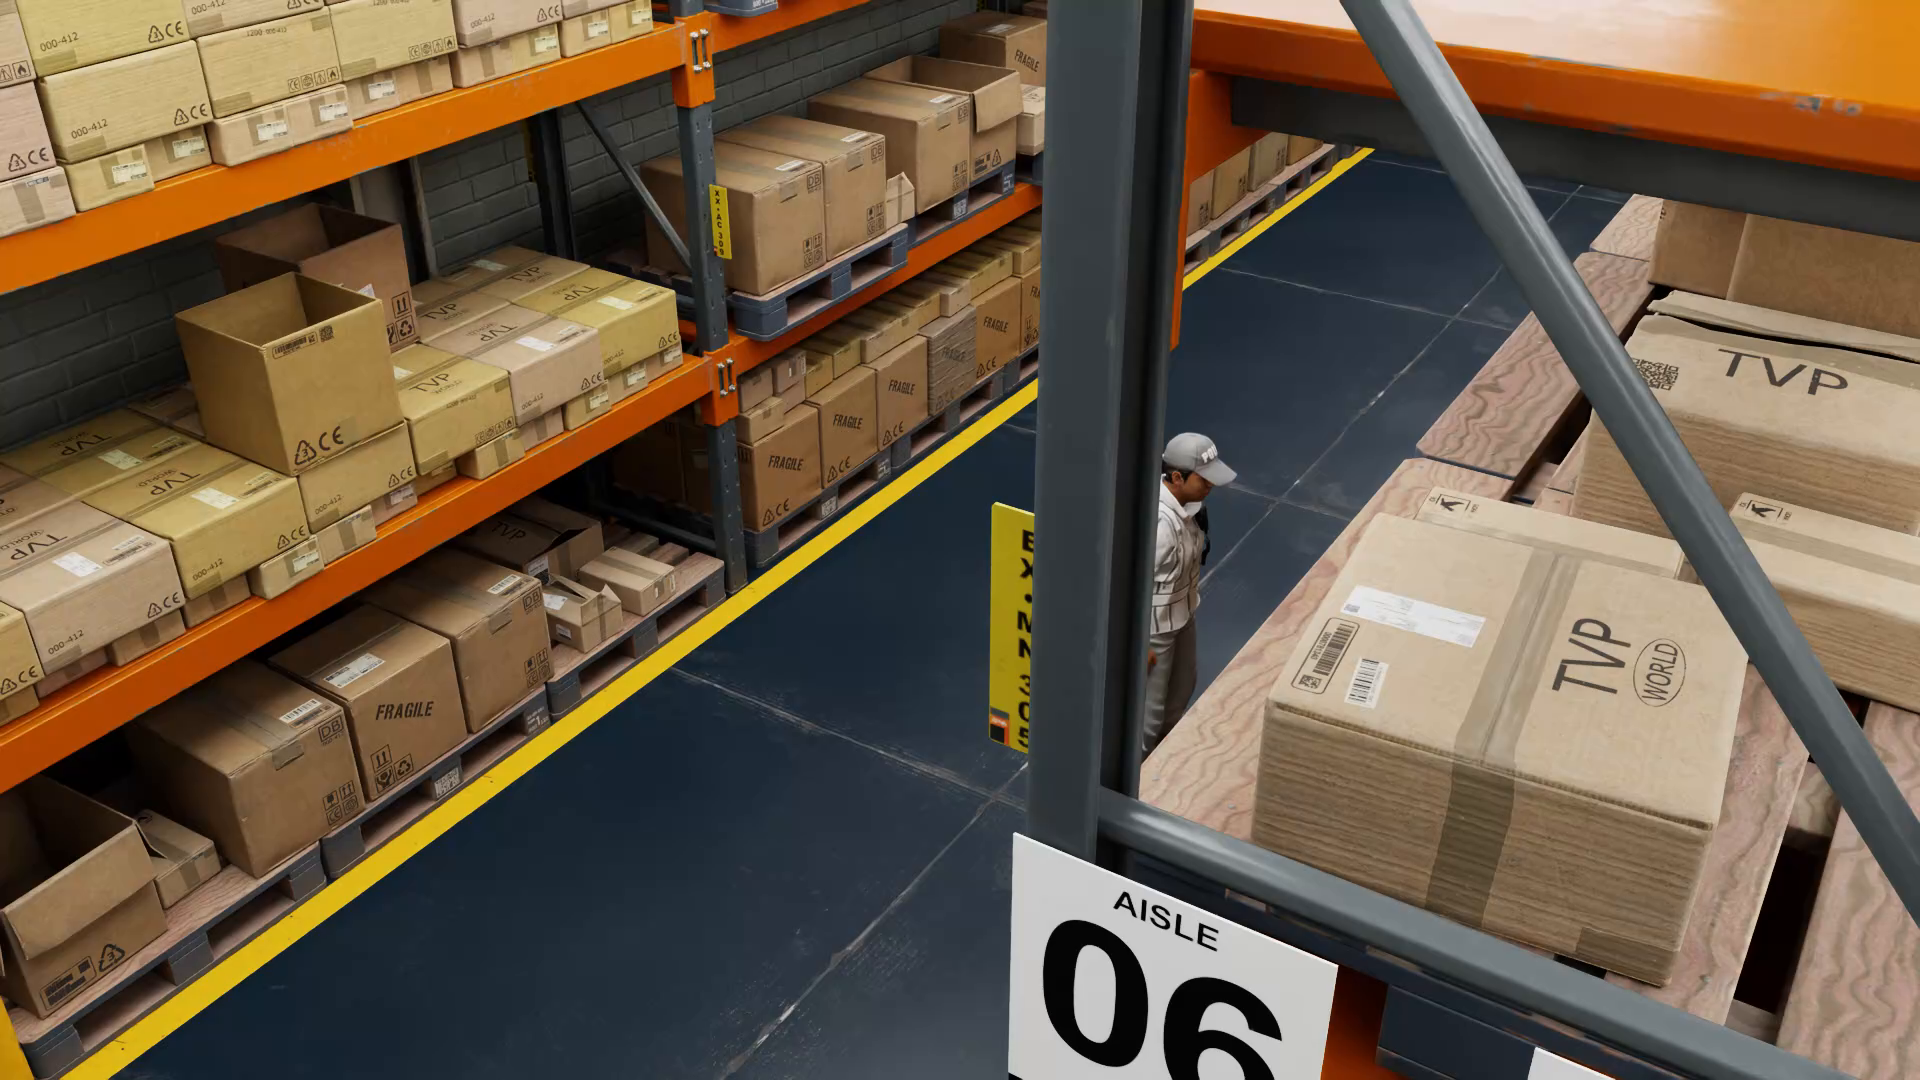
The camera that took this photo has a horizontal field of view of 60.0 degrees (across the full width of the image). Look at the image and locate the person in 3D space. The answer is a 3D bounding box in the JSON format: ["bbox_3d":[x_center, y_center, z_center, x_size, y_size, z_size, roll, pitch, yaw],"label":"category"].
[{"bbox_3d":[0.793,0.331,6.567,0.467,1.665,0.555,16,34,25],"label":"person"}]
